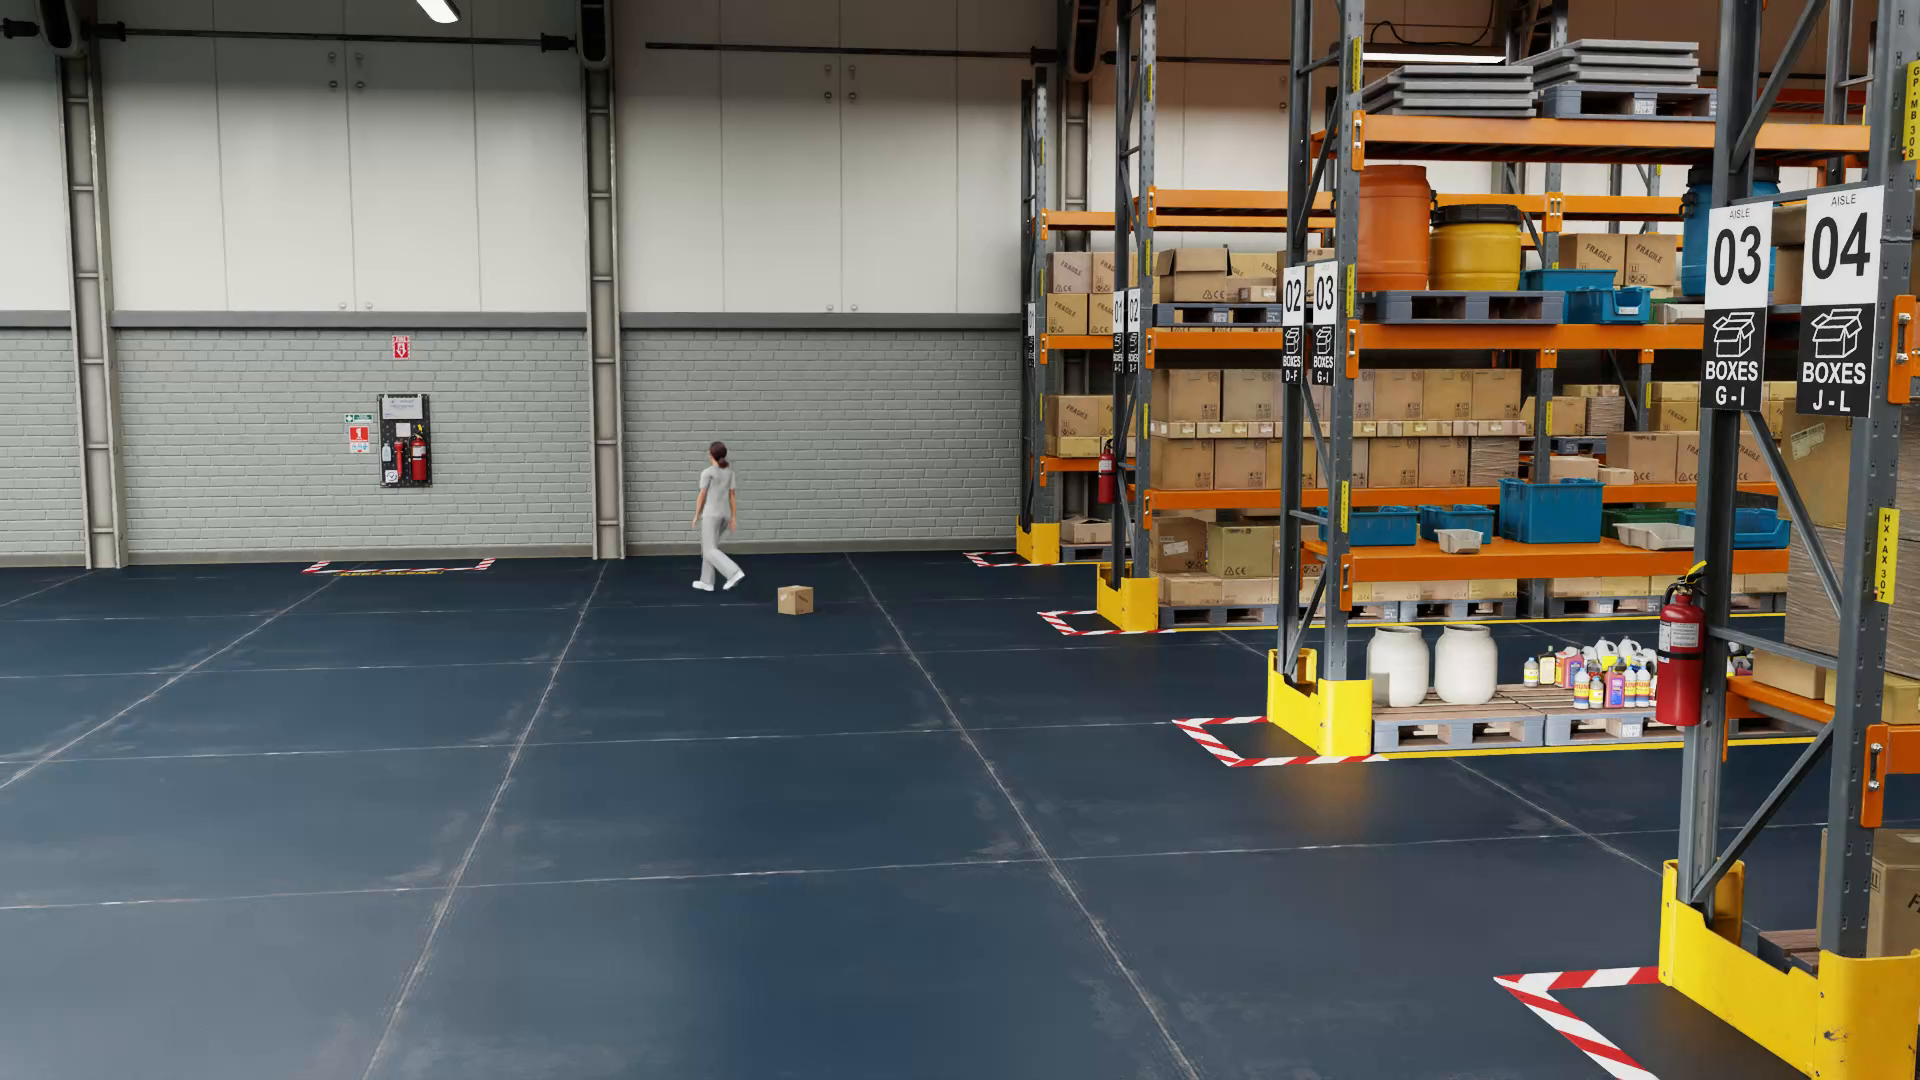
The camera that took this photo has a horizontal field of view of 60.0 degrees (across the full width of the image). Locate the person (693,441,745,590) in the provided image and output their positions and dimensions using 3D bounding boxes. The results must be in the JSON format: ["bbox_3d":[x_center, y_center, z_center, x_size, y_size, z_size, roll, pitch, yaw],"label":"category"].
[{"bbox_3d":[-2.595,-0.242,17.844,0.930,1.630,0.439,5,8,39],"label":"person"}]
